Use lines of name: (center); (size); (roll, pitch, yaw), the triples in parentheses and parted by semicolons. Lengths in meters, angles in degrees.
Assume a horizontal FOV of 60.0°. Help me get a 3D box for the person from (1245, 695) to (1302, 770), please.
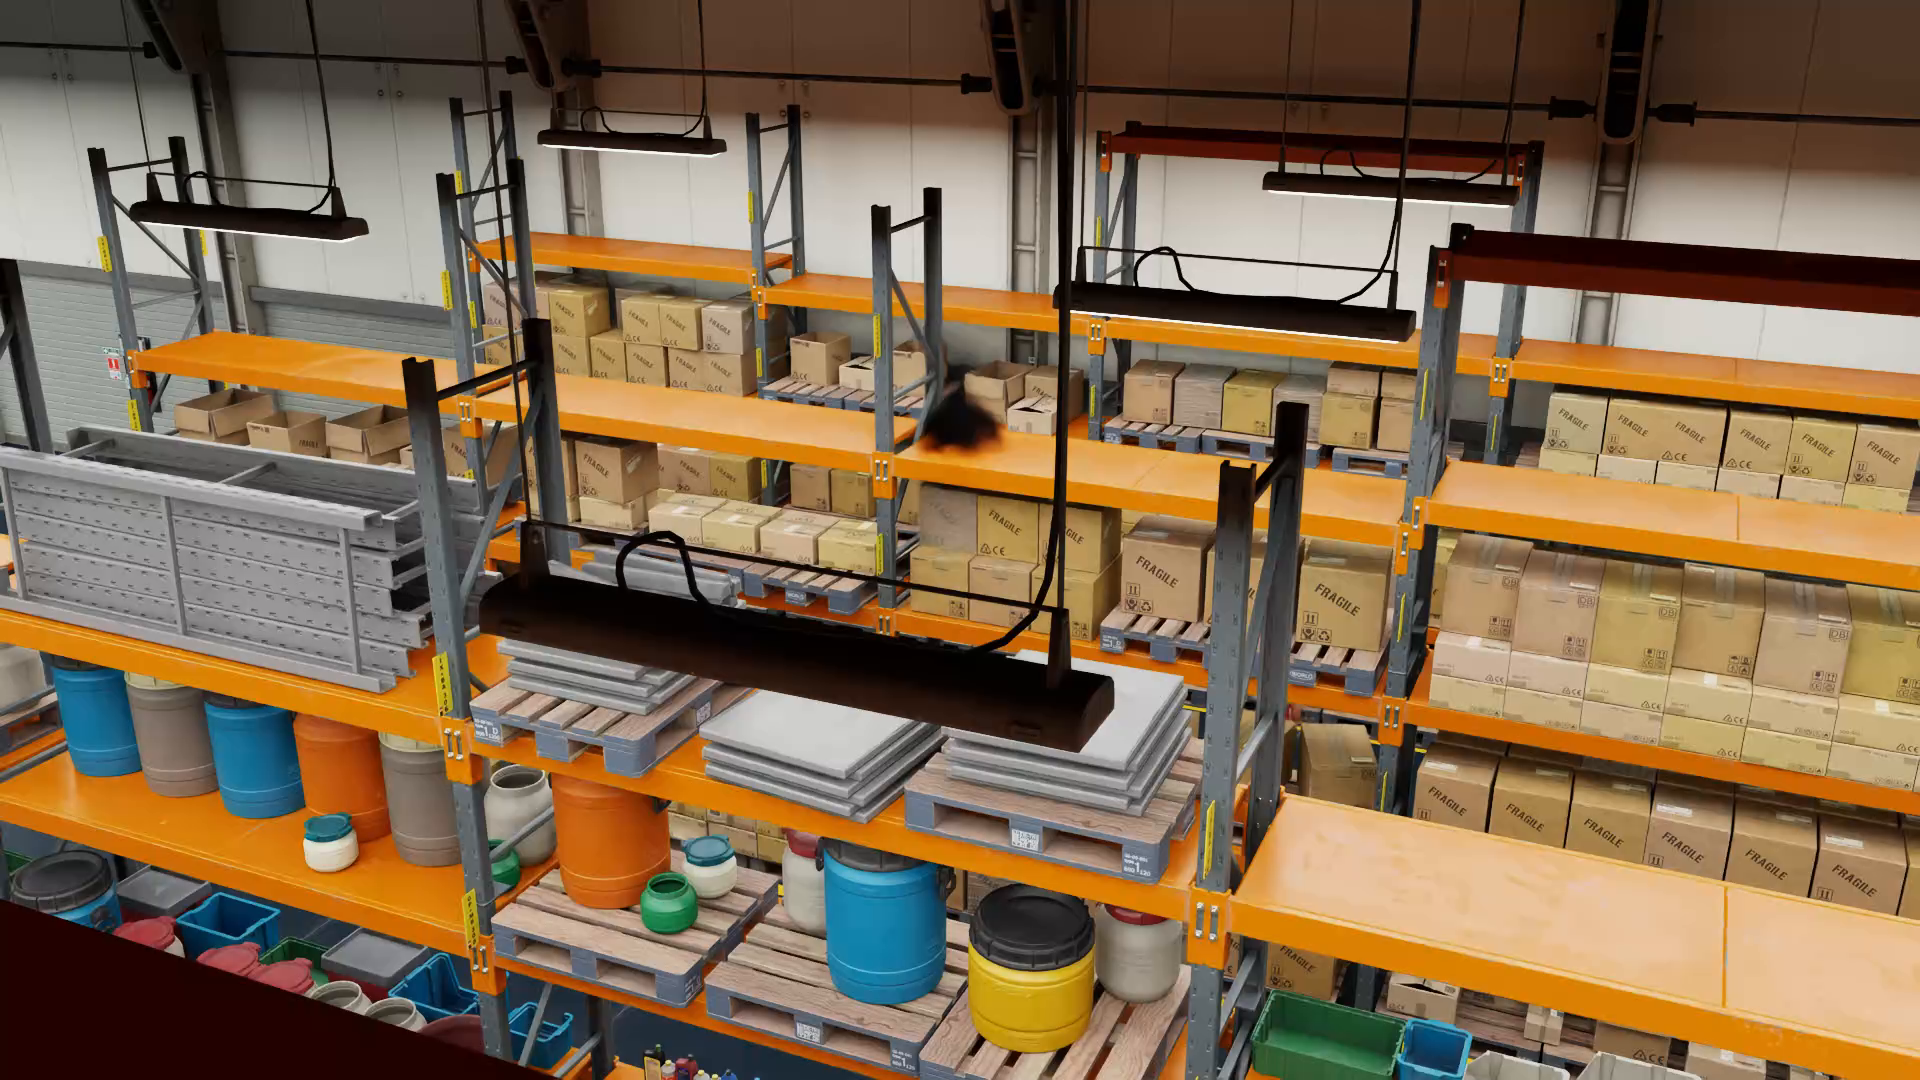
person: (2.907, 1.759, 15.472); (0.776, 1.766, 0.644); (9, 22, 22)
